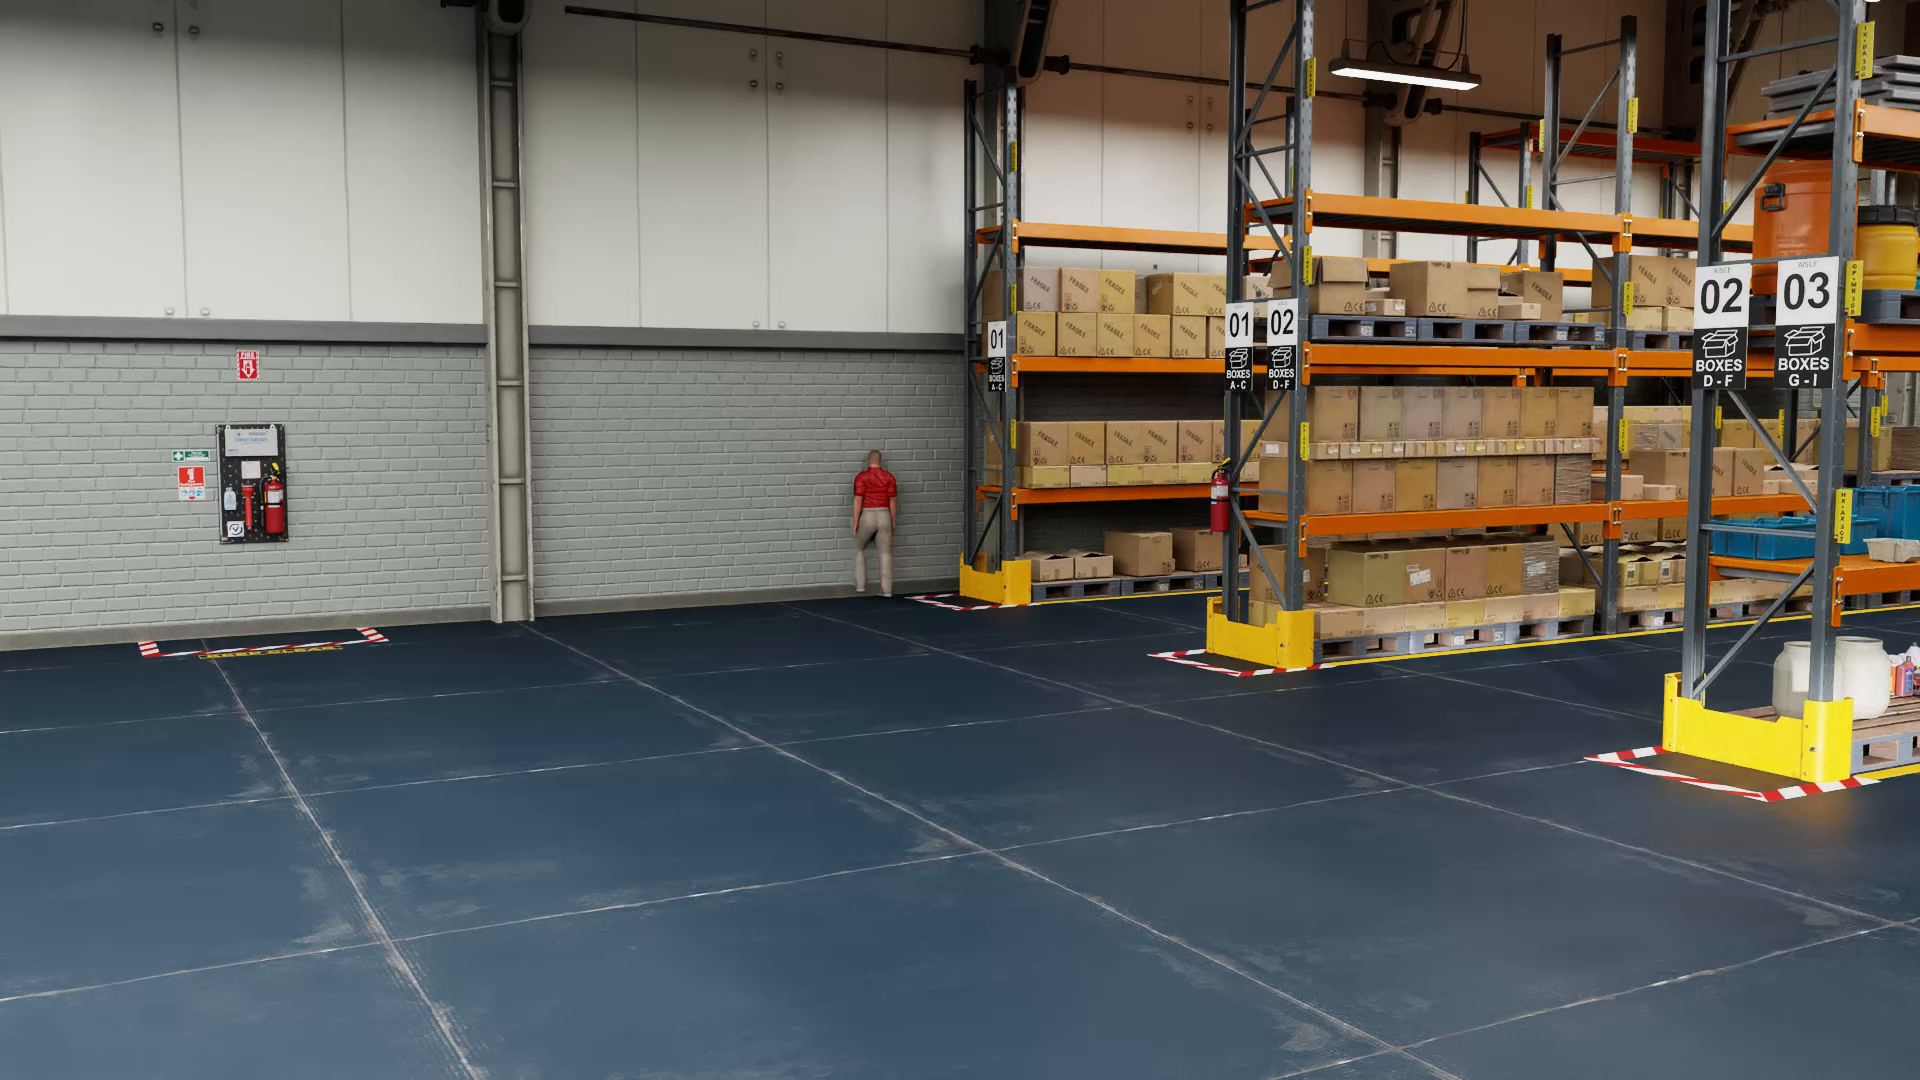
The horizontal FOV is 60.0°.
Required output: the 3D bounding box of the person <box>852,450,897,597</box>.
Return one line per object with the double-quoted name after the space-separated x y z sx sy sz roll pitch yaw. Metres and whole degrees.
-1.033 -0.202 19.587 0.542 1.727 0.478 -2 5 -19 "person"
